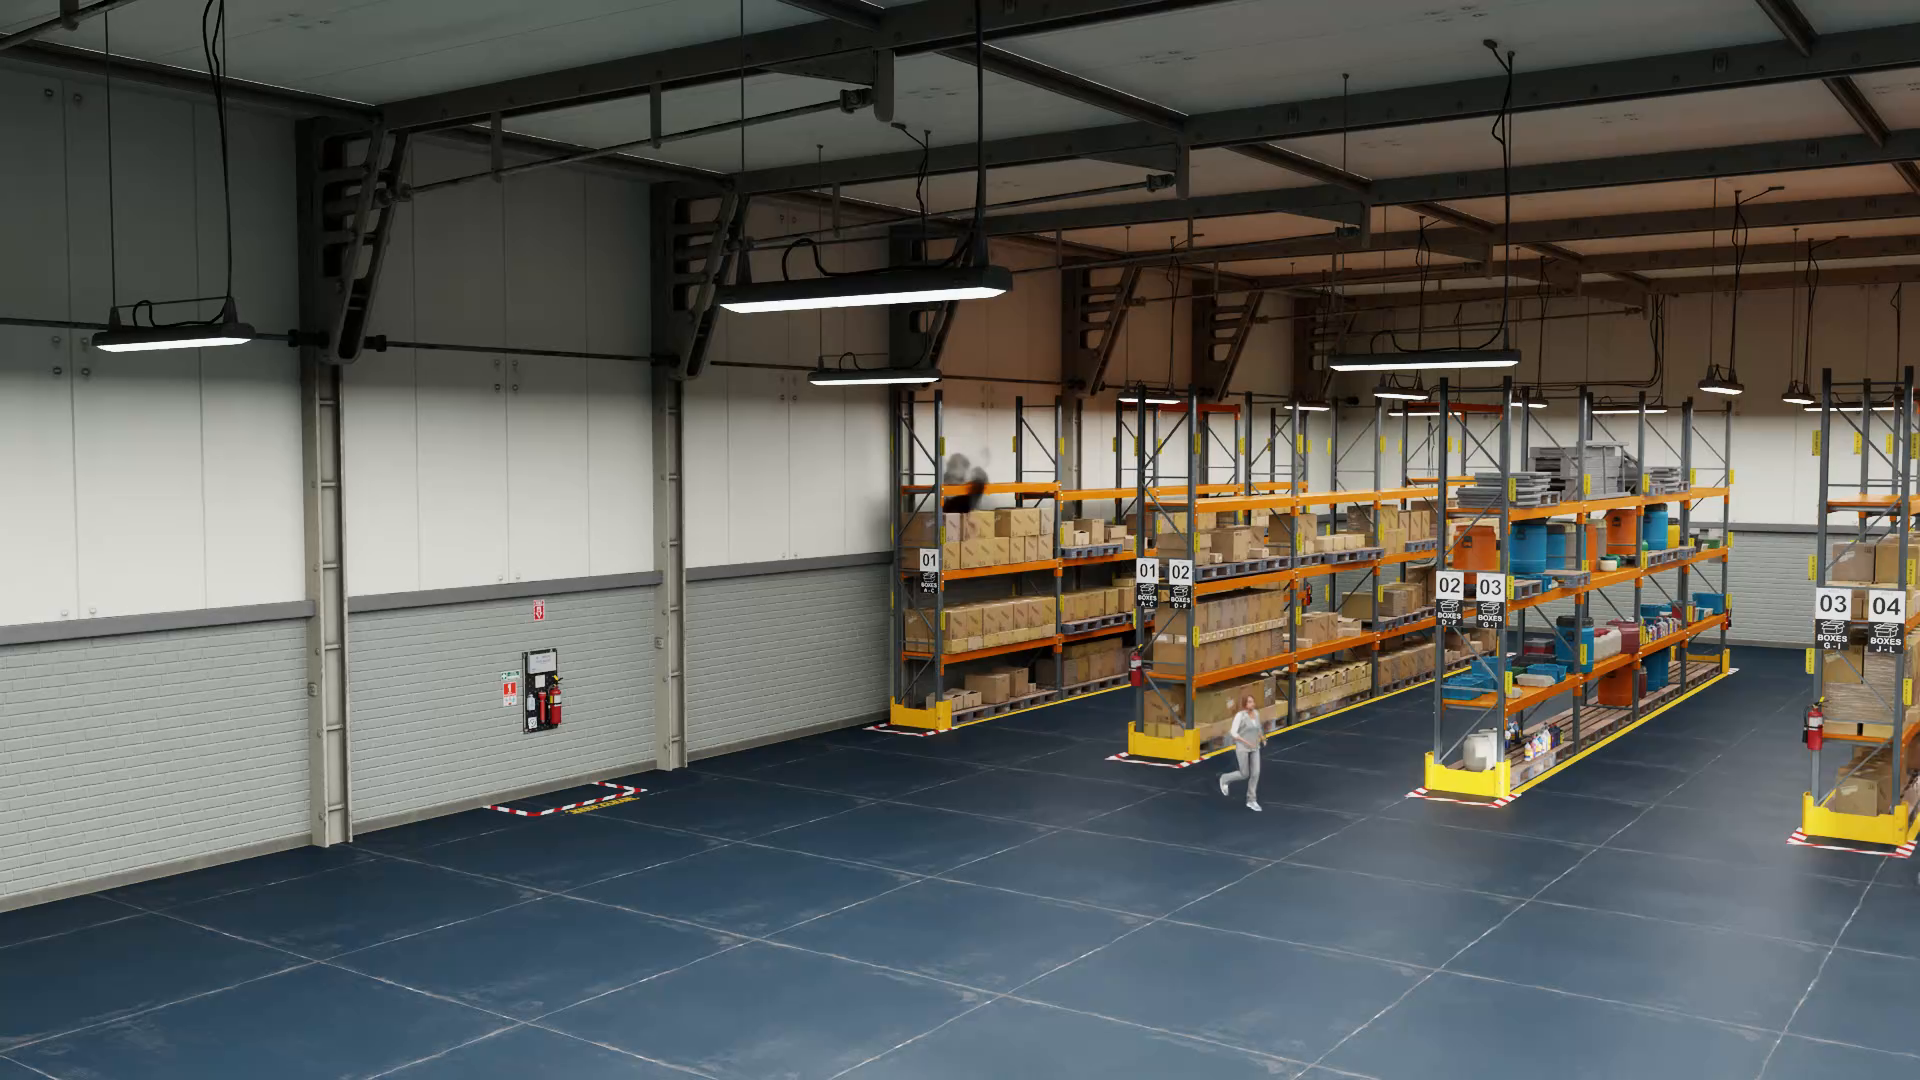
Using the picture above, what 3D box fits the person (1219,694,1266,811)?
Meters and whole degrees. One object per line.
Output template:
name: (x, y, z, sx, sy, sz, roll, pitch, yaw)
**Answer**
person: (3.976, 2.934, 23.117, 0.545, 1.580, 0.700, -2, 4, -30)
